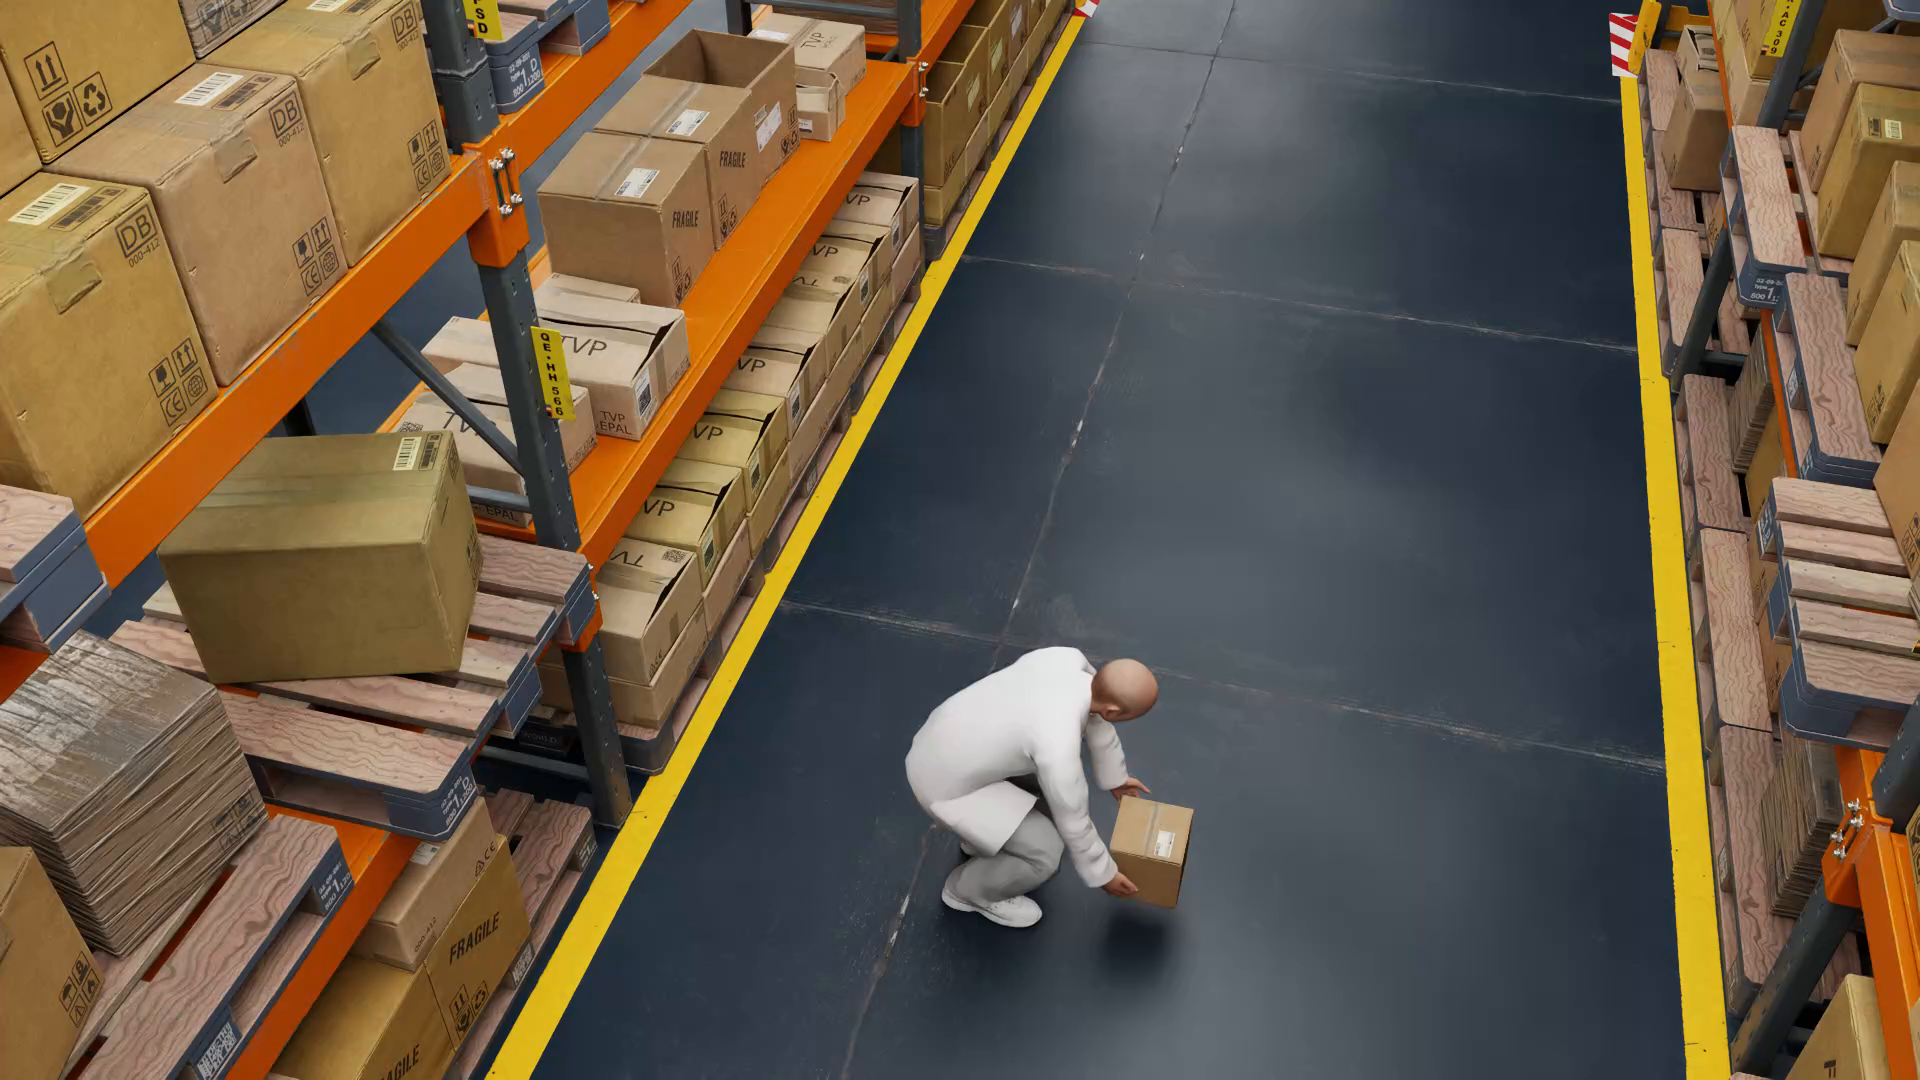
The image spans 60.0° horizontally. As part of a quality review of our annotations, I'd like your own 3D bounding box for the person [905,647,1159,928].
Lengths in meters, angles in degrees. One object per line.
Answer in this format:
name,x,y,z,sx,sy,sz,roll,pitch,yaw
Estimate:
person,0.244,0.814,5.716,0.851,1.129,0.619,10,41,11
